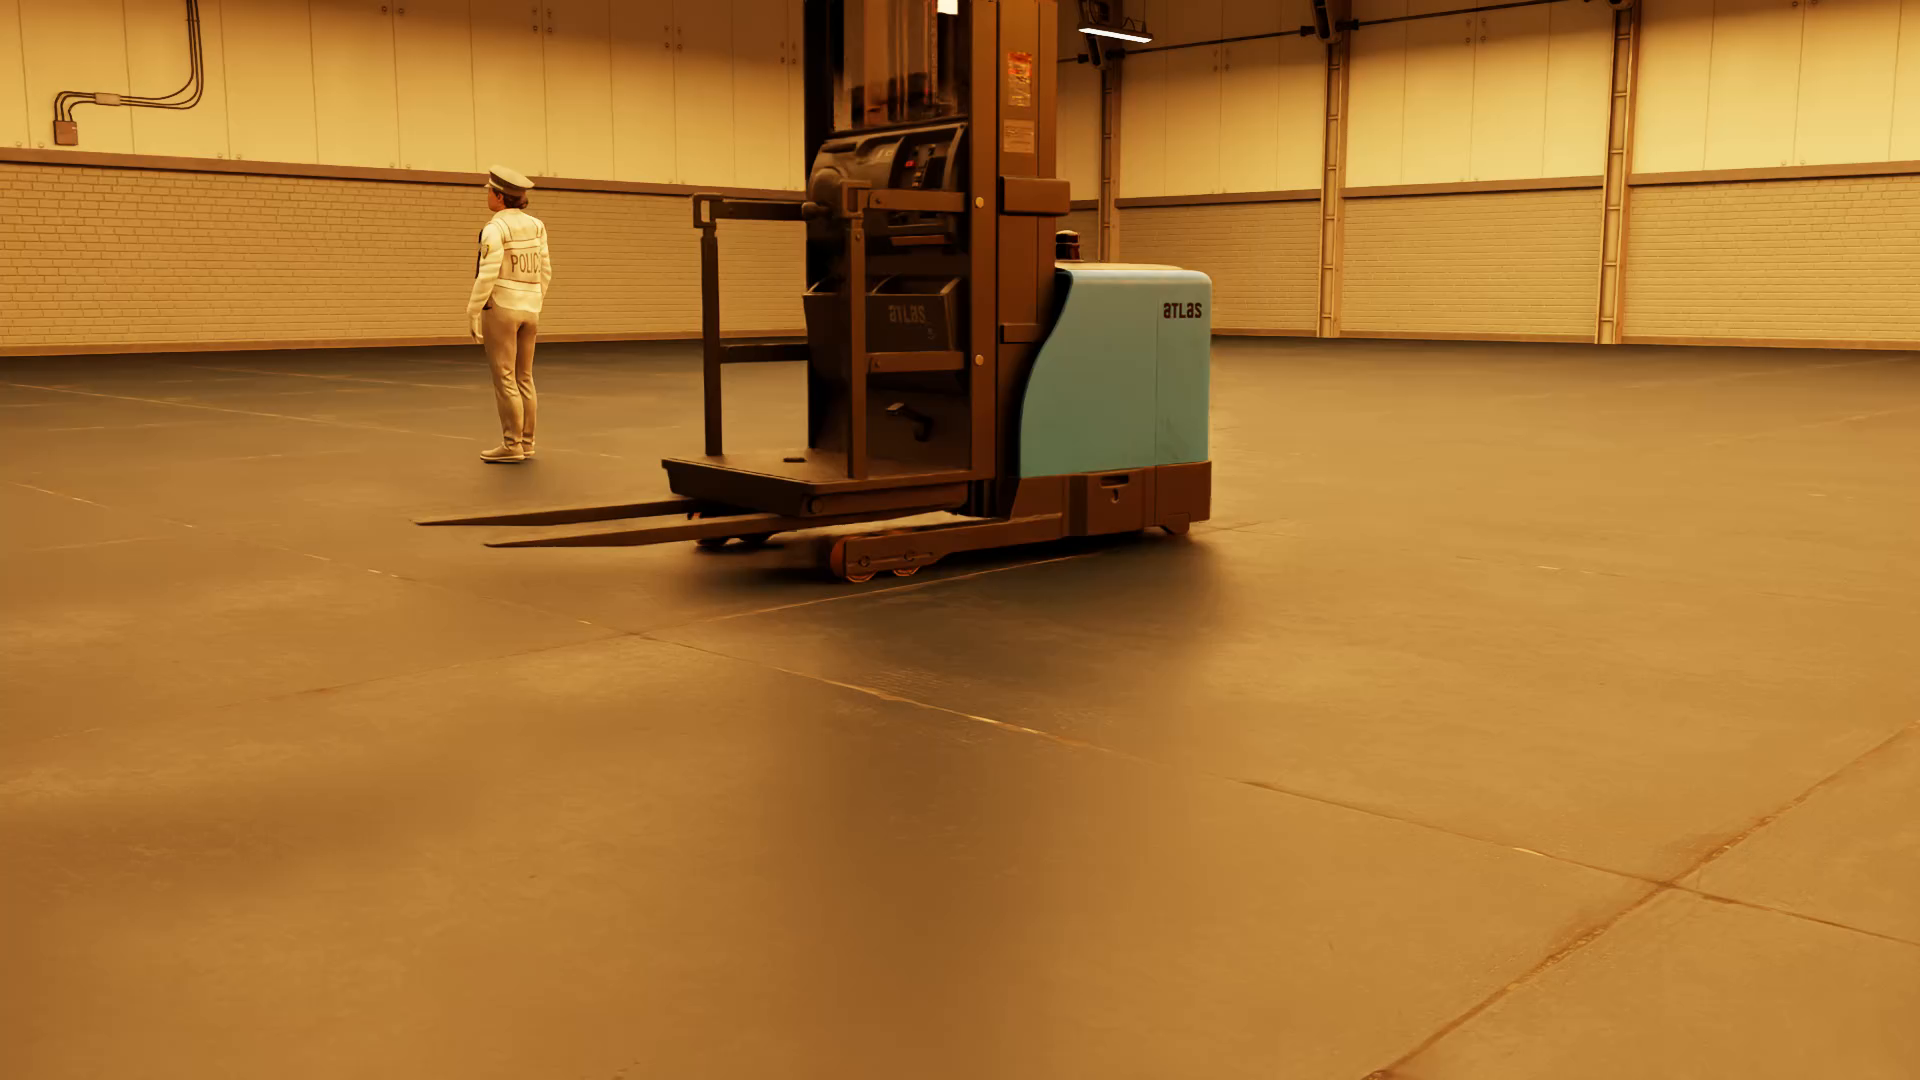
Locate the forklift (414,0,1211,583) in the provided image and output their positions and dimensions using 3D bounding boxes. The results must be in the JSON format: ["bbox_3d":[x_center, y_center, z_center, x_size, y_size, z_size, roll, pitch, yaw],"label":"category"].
[{"bbox_3d":[-0.449,-1.389,6.097,3.031,2.935,1.130,-7,11,-37],"label":"forklift"}]

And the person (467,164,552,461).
[{"bbox_3d":[-2.657,-1.302,9.628,0.531,1.694,0.587,4,10,27],"label":"person"}]
